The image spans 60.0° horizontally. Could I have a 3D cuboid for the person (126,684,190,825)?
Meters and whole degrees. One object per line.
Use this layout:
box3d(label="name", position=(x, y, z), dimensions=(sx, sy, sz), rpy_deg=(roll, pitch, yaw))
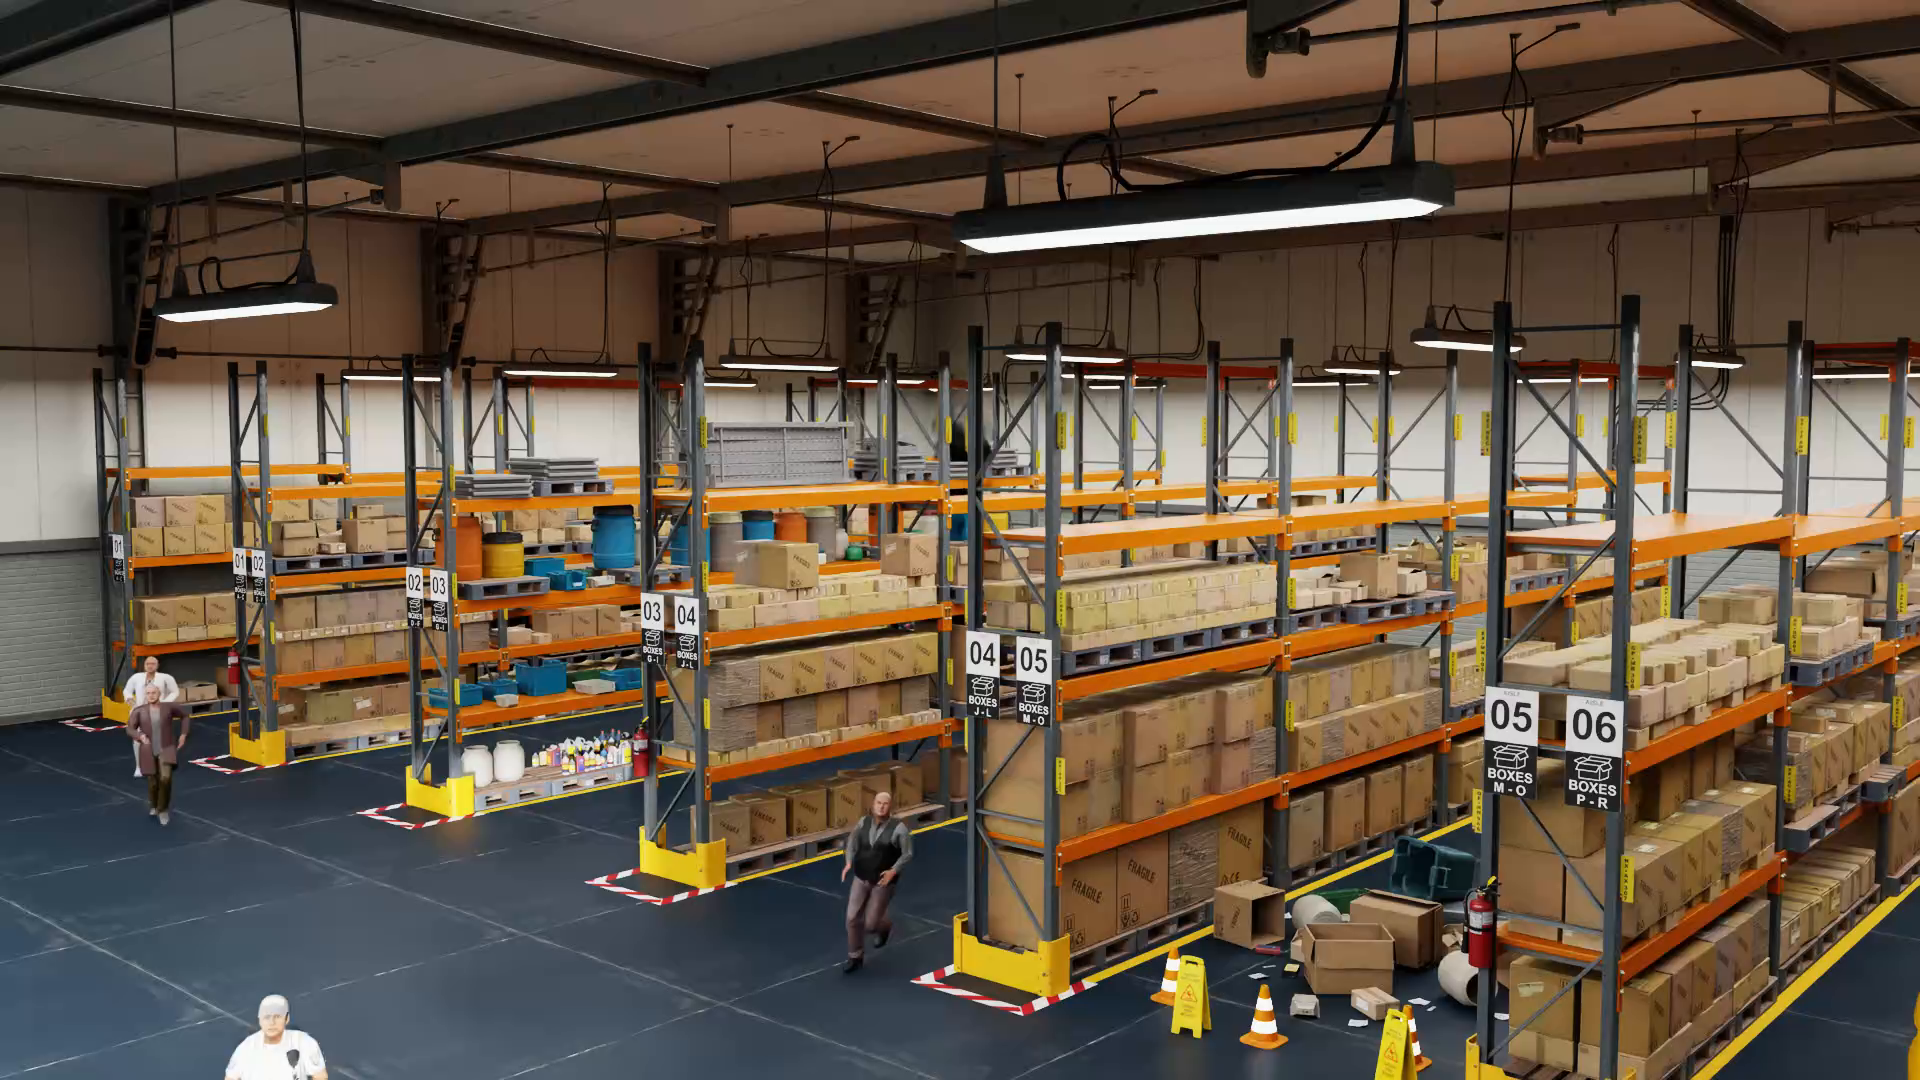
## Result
box3d(label="person", position=(-10.248, 2.742, 21.258), dimensions=(0.719, 1.801, 0.795), rpy_deg=(-2, 4, -20))

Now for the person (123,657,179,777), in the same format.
box3d(label="person", position=(-11.667, 2.643, 23.949), dimensions=(0.725, 1.528, 0.661), rpy_deg=(-1, 4, -14))

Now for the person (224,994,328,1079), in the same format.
box3d(label="person", position=(-4.222, 3.599, 10.260), dimensions=(0.613, 1.621, 0.688), rpy_deg=(-1, 4, -16))

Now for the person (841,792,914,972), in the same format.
box3d(label="person", position=(-0.765, 3.193, 15.657), dimensions=(0.697, 1.680, 0.665), rpy_deg=(2, 5, 22))
